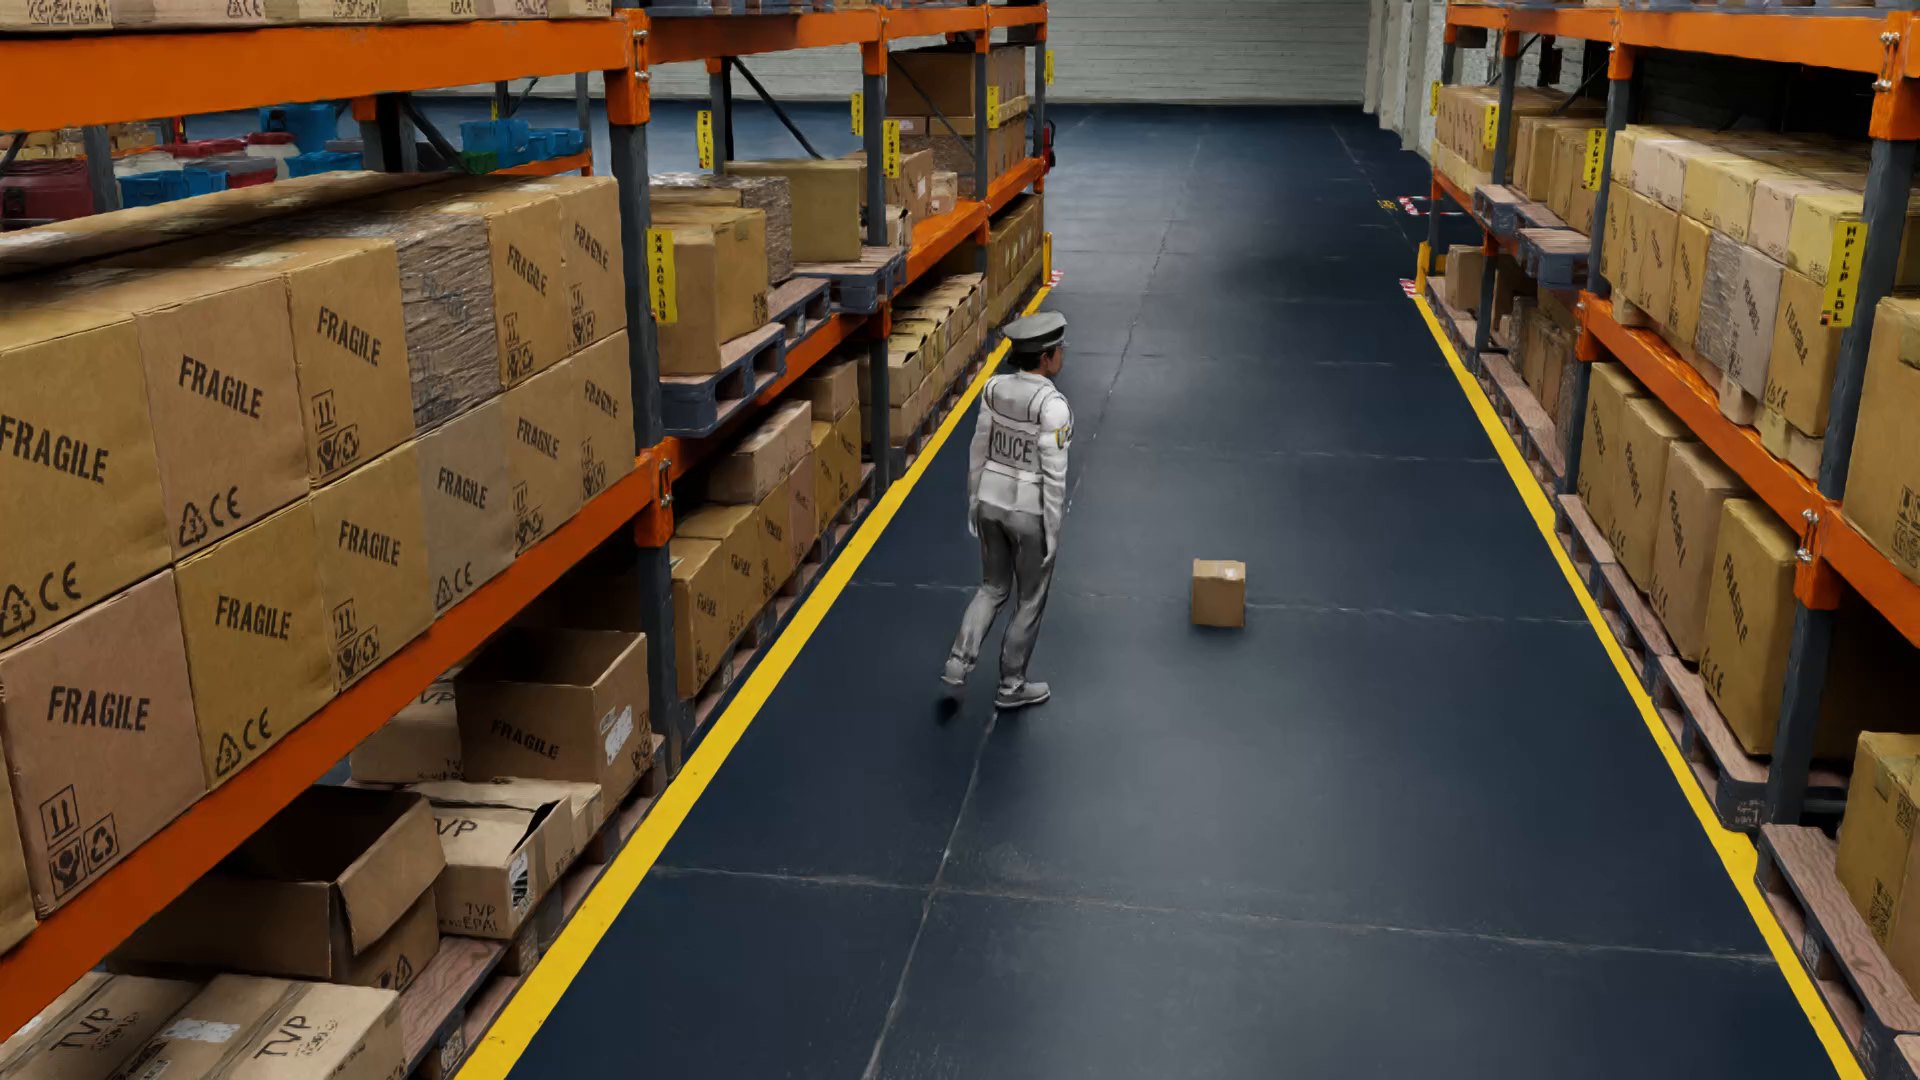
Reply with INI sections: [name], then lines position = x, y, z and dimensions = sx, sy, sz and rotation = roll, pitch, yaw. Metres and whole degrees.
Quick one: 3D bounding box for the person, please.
[person]
position = 0.198, -0.091, 6.806
dimensions = 0.522, 1.670, 0.512
rotation = 17, 25, 42
